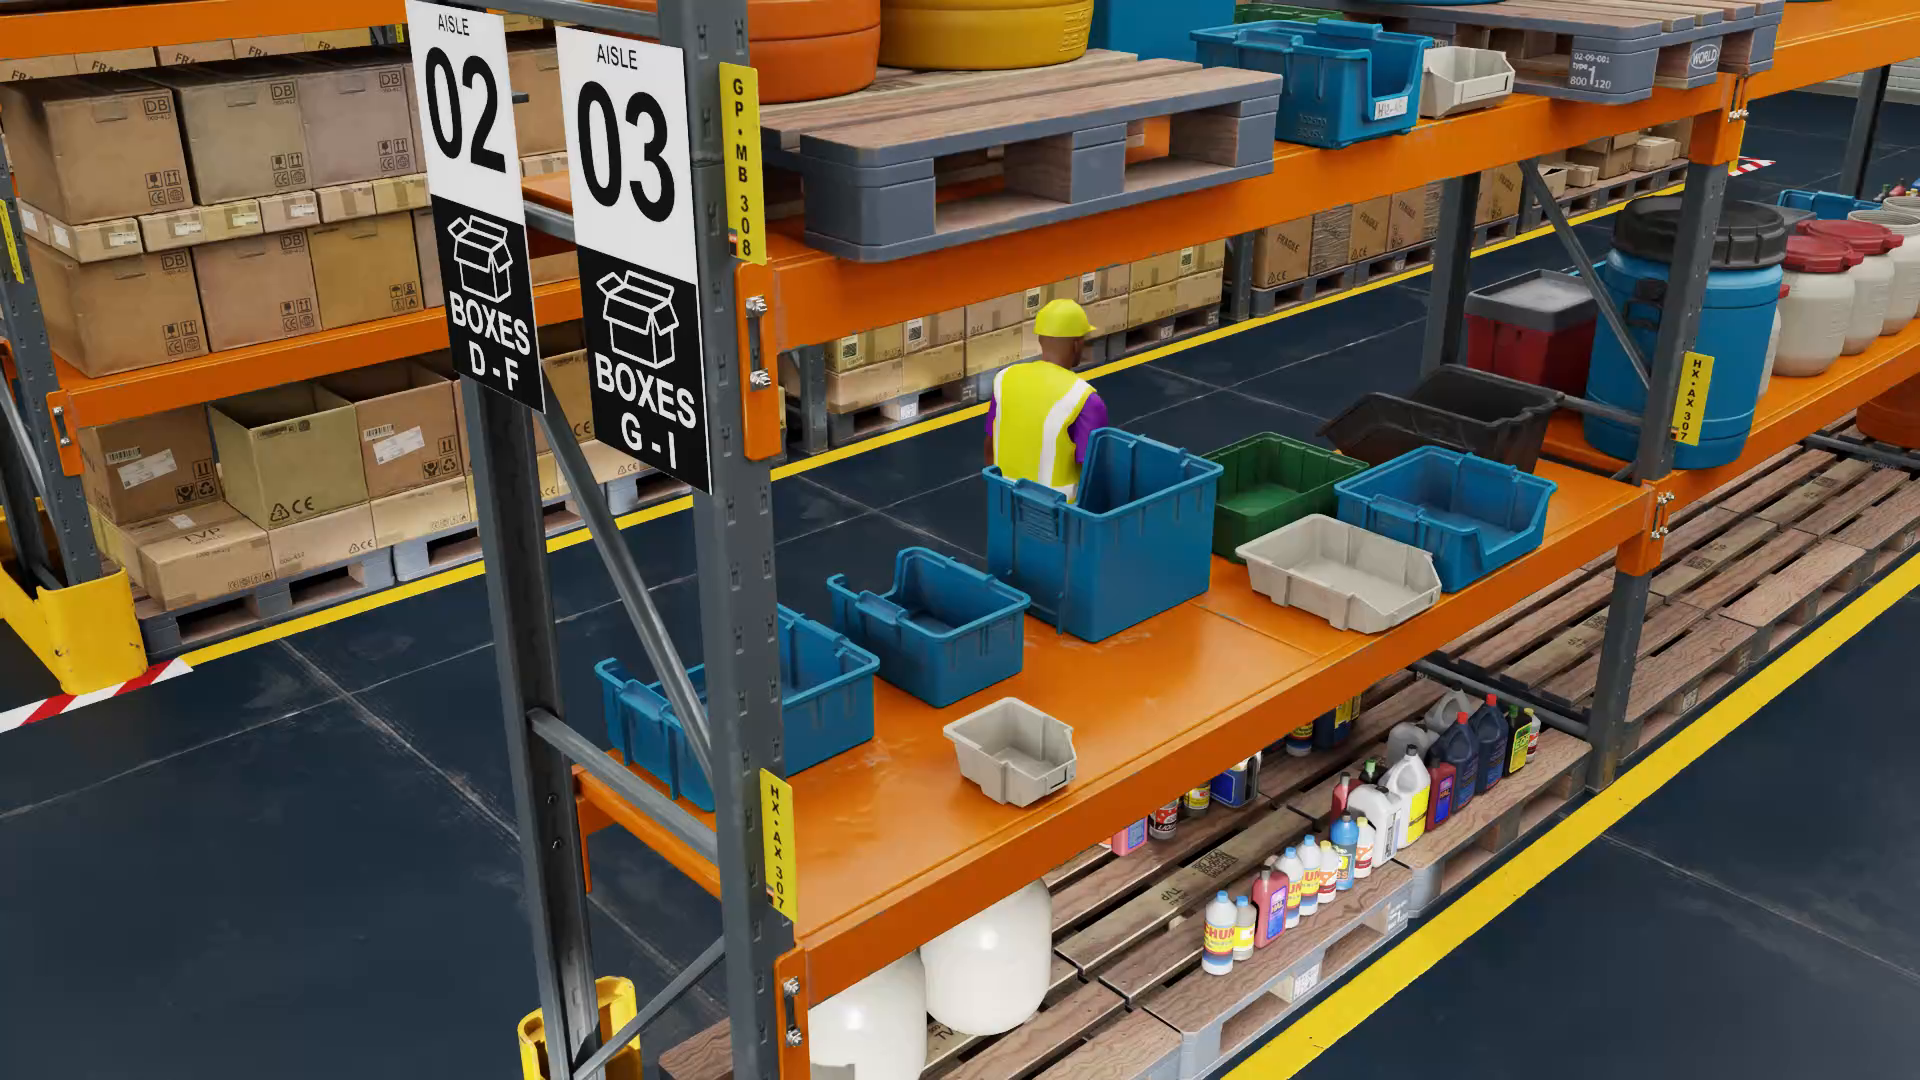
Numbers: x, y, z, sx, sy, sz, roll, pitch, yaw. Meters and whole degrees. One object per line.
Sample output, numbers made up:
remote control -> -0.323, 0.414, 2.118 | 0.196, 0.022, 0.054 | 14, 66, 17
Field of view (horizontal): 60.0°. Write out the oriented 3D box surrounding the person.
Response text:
person -> 0.378, -0.121, 6.851 | 0.633, 1.759, 0.462 | 21, 32, 39
